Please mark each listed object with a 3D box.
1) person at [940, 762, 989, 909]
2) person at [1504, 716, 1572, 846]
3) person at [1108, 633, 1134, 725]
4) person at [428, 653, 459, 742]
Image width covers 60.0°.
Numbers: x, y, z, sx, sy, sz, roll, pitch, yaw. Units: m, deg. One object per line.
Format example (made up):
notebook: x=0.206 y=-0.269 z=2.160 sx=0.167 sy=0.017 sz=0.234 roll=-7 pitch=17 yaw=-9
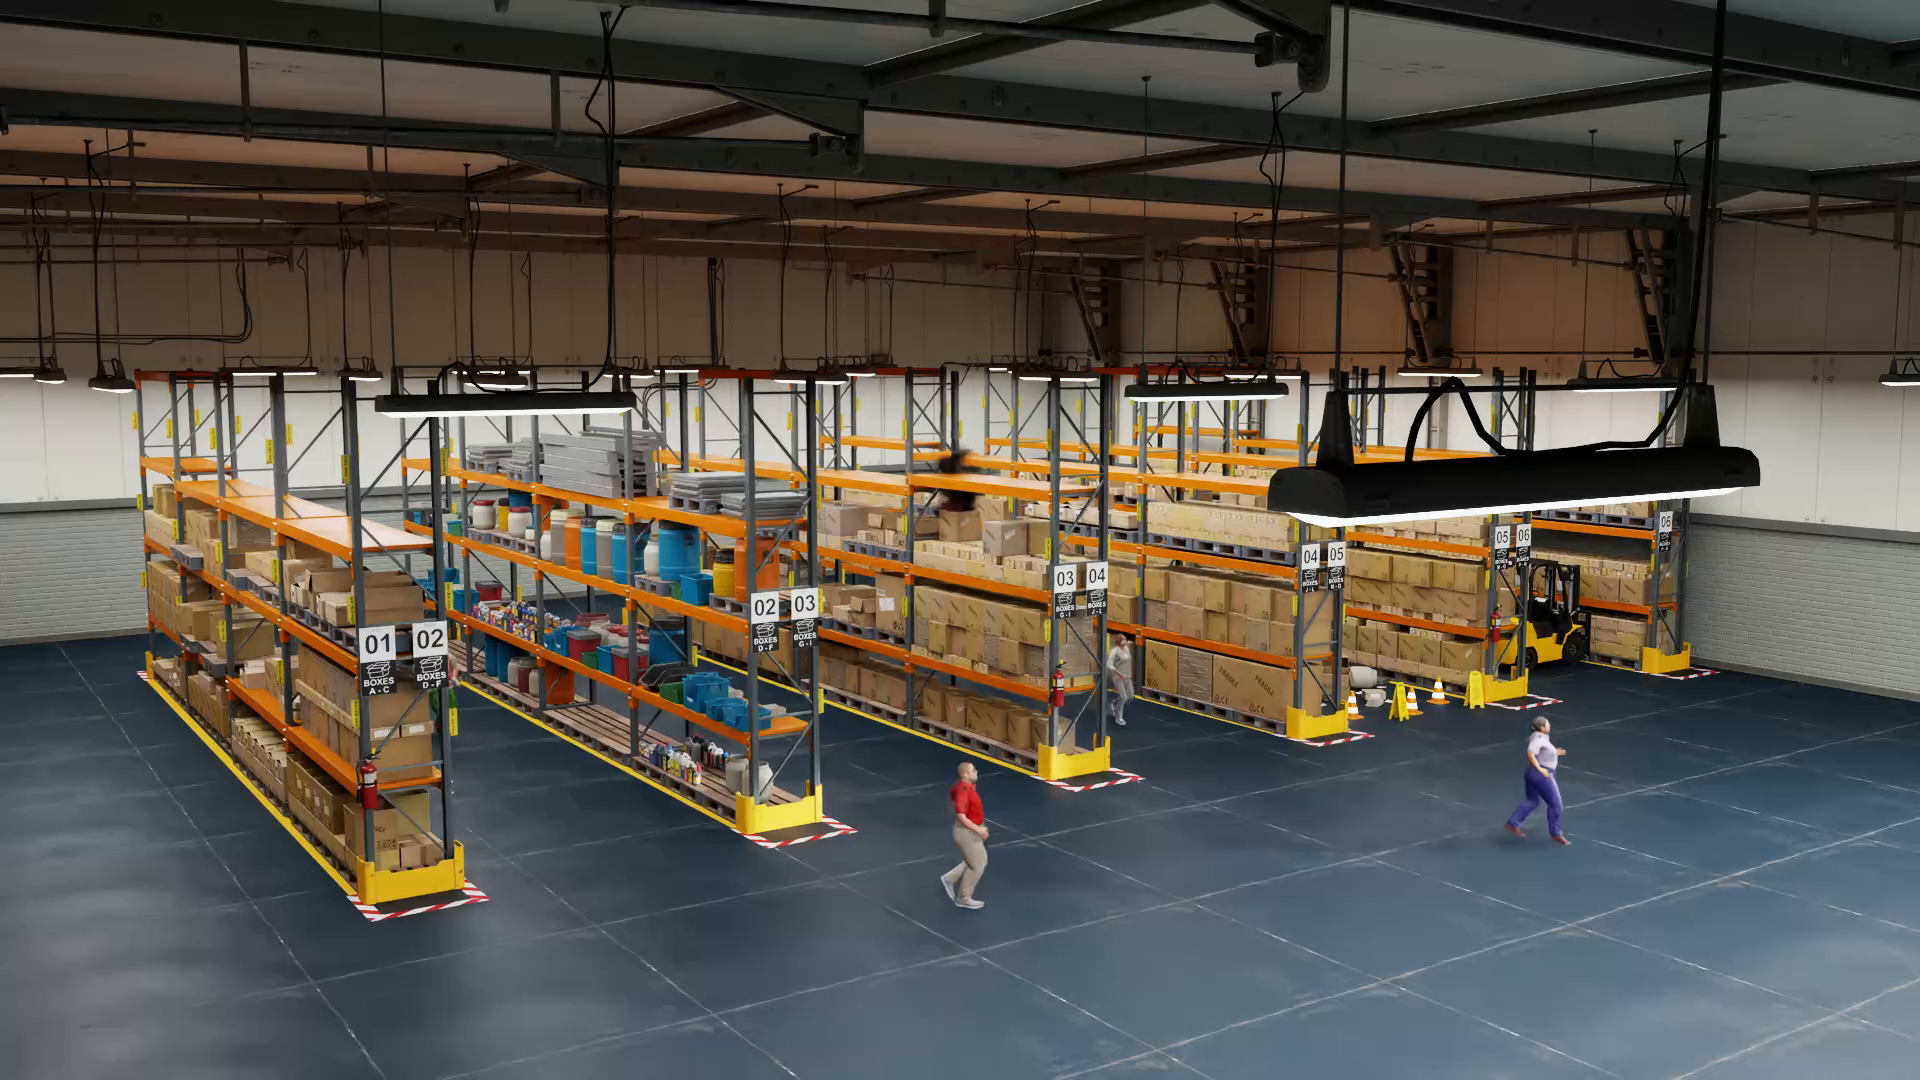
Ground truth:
person: x=0.052 y=3.359 z=18.974 sx=0.550 sy=1.690 sz=0.657 roll=-1 pitch=6 yaw=-5
person: x=7.469 y=3.089 z=21.404 sx=0.809 sy=1.679 sz=0.599 roll=0 pitch=6 yaw=0
person: x=2.736 y=2.363 z=28.389 sx=0.531 sy=1.566 sz=0.495 roll=-6 pitch=9 yaw=-41
person: x=-8.431 y=2.423 z=26.984 sx=0.638 sy=1.742 sz=0.586 roll=-4 pitch=8 yaw=-35
